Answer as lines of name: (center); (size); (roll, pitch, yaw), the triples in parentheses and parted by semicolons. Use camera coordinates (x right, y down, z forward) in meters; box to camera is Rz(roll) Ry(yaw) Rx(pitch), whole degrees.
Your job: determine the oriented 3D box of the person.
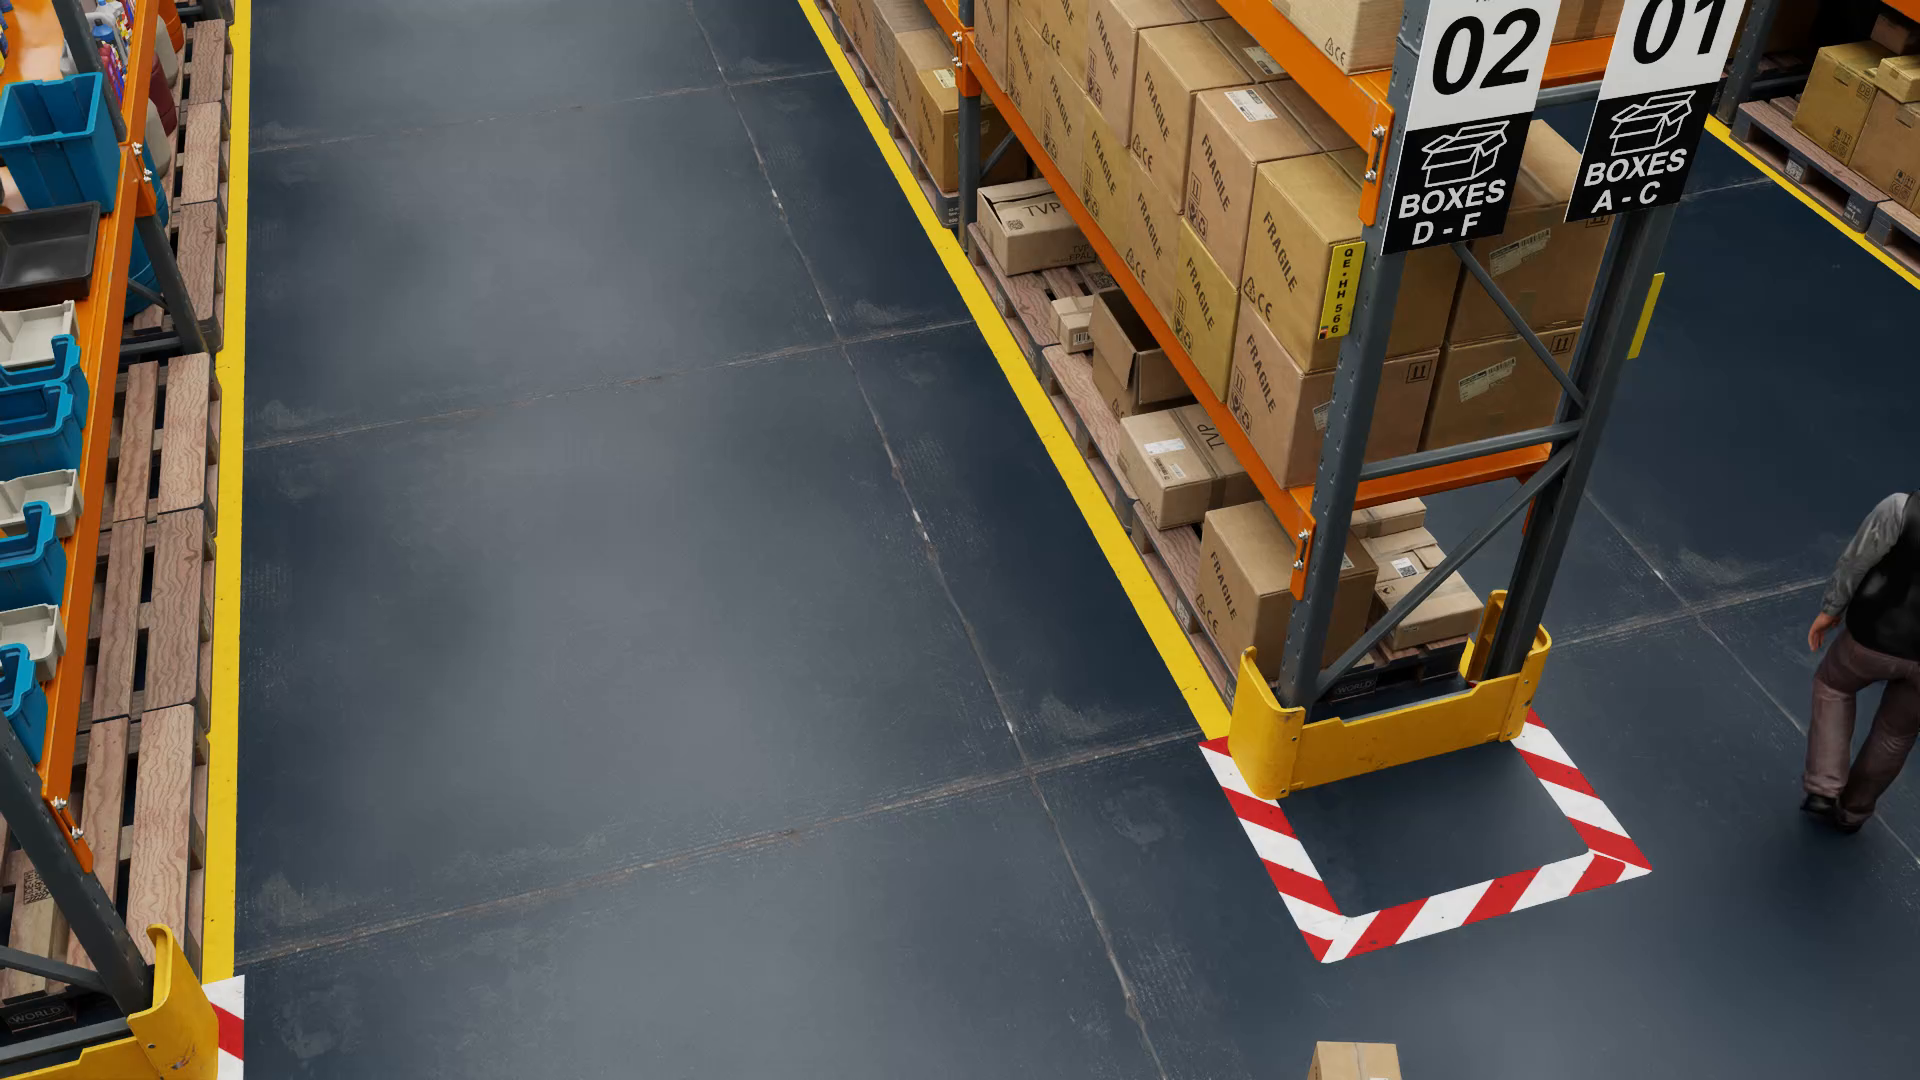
person: (3.242, 0.376, 5.748); (0.570, 1.703, 0.496); (21, 46, 21)
